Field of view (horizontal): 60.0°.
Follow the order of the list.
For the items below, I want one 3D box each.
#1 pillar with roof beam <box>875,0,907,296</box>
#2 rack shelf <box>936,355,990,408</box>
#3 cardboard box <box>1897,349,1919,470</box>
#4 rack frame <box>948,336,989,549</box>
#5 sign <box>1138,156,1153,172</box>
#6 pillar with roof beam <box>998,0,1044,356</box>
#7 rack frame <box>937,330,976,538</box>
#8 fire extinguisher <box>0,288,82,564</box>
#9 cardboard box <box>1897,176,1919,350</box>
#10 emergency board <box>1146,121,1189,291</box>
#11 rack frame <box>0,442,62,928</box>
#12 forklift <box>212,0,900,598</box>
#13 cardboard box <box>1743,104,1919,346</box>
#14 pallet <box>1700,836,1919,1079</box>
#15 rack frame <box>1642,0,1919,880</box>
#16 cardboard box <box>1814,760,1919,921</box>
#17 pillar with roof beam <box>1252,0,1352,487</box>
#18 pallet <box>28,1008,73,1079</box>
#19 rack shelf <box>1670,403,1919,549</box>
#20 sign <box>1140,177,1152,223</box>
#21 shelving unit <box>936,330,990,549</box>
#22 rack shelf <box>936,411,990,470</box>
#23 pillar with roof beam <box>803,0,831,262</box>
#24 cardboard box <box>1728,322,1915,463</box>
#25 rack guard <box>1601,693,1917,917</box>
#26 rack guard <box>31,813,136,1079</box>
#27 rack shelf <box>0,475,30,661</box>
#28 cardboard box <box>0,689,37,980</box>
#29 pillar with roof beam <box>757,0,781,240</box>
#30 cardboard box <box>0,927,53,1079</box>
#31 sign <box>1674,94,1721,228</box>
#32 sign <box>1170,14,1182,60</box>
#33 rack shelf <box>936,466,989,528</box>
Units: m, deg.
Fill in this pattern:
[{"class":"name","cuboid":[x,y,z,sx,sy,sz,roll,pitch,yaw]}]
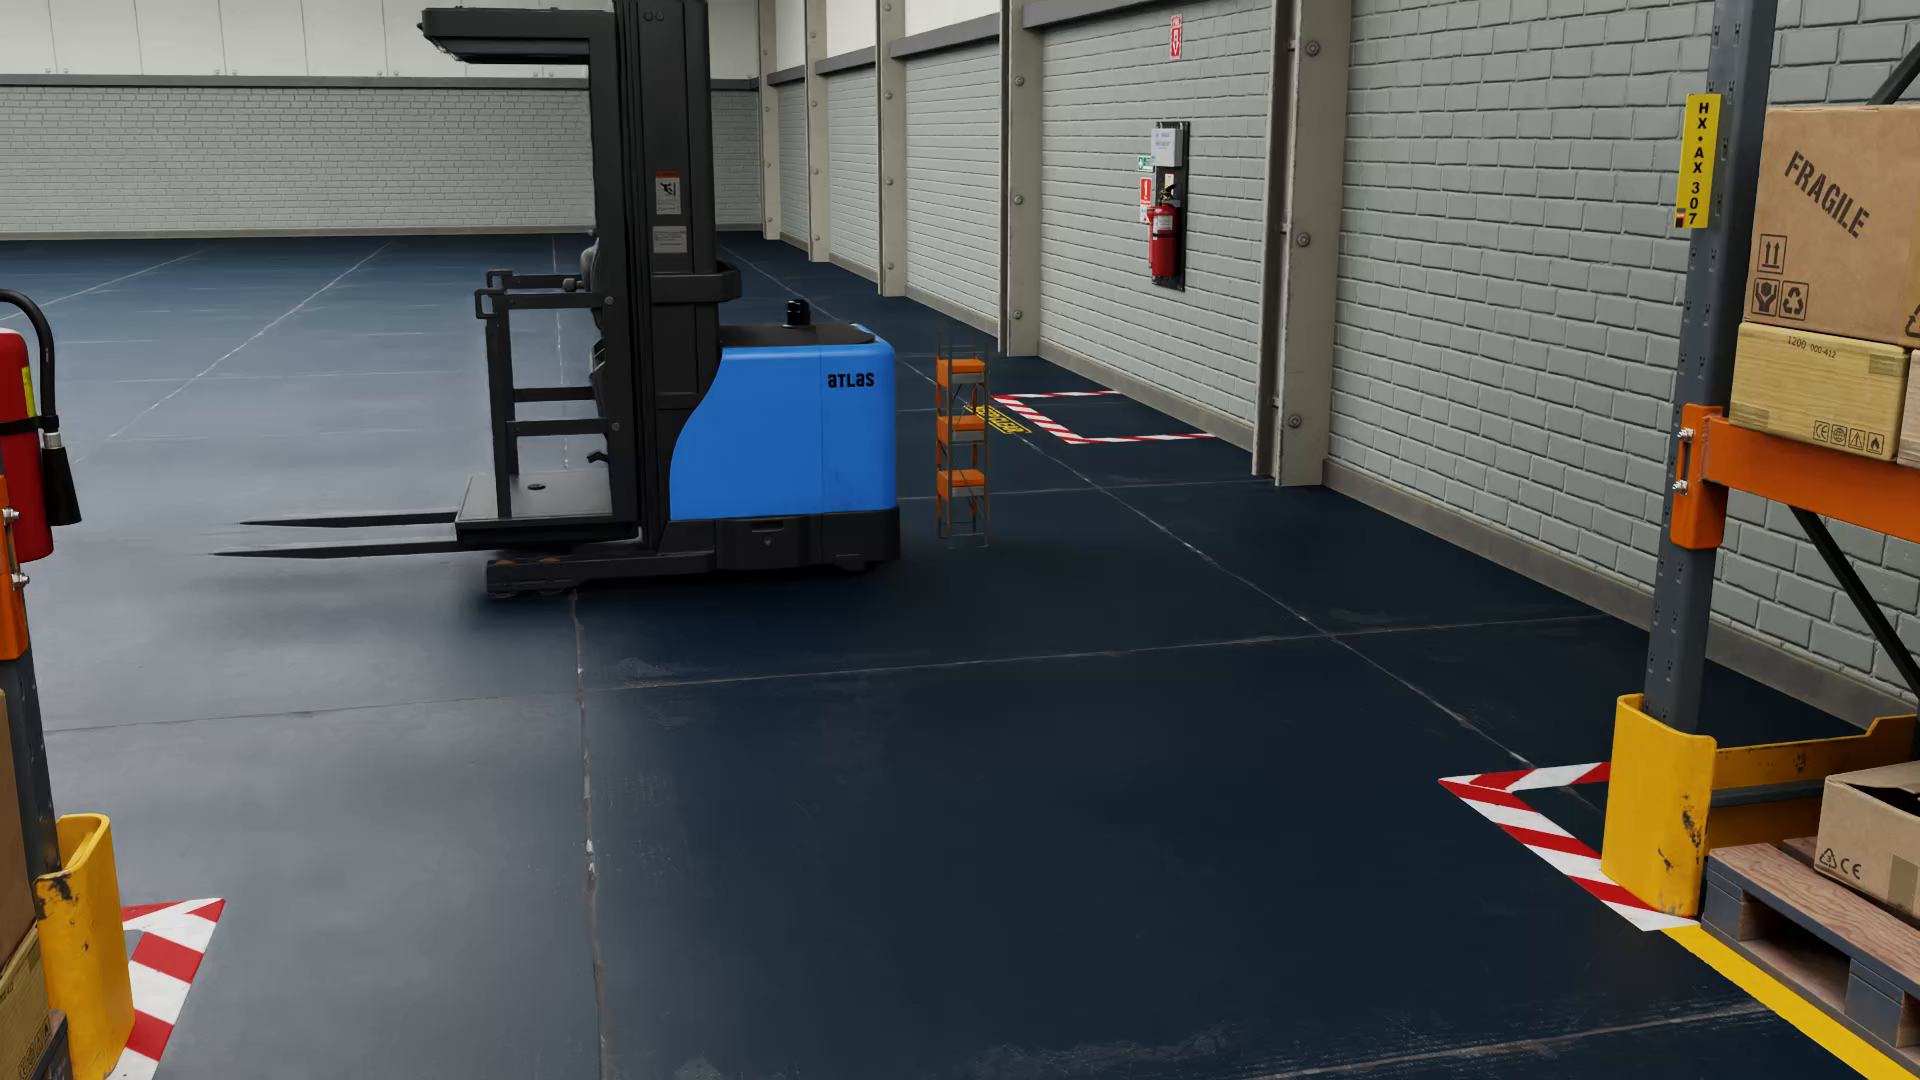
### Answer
[{"class":"pillar with roof beam","cuboid":[-5.040,-7.266,19.207,9.100,9.000,0.400,-3,14,-13]},{"class":"rack shelf","cuboid":[0.013,-0.763,8.187,0.215,0.259,0.240,-3,14,-13]},{"class":"cardboard box","cuboid":[2.309,-0.240,3.364,0.500,0.250,0.500,-4,14,-15]},{"class":"rack frame","cuboid":[0.041,-0.470,8.137,0.200,1.050,0.008,-3,14,-13]},{"class":"sign","cuboid":[1.383,-2.802,12.385,0.001,0.109,0.331,-3,14,-13]},{"class":"pillar with roof beam","cuboid":[-3.631,-5.882,13.542,9.100,9.000,0.400,-3,14,-13]},{"class":"rack frame","cuboid":[-0.016,-0.526,8.367,0.200,1.050,0.008,-3,14,-13]},{"class":"fire extinguisher","cuboid":[-2.024,-0.291,3.462,0.296,0.674,0.183,-3,14,-13]},{"class":"cardboard box","cuboid":[2.293,-0.612,3.307,0.500,0.500,0.500,-3,14,-13]},{"class":"emergency board","cuboid":[1.420,-2.396,11.913,0.194,1.169,0.643,-3,14,-13]},{"class":"rack frame","cuboid":[-2.447,-0.276,3.235,1.000,3.000,0.127,-3,14,-13]},{"class":"forklift","cuboid":[-1.855,-1.304,7.589,3.031,2.935,1.130,-3,14,-12]},{"class":"cardboard box","cuboid":[2.187,-0.727,3.776,0.500,0.500,0.500,-3,14,-13]},{"class":"pallet","cuboid":[2.541,1.009,3.853,1.003,0.211,1.213,-3,14,-13]},{"class":"rack frame","cuboid":[2.367,-0.553,4.369,1.000,3.000,0.127,-3,14,-13]},{"class":"cardboard box","cuboid":[2.442,0.704,3.962,0.500,0.311,0.500,-5,15,-20]},{"class":"pillar with roof beam","cuboid":[-2.222,-4.498,7.876,9.100,9.000,0.400,-3,14,-13]},{"class":"pallet","cuboid":[-2.227,1.253,2.853,1.003,0.211,1.213,-3,14,-13]},{"class":"rack shelf","cuboid":[2.837,0.258,2.565,1.077,0.370,4.000,-3,14,-13]},{"class":"sign","cuboid":[1.390,-2.546,12.454,0.001,0.329,0.234,-3,14,-13]},{"class":"shelving unit","cuboid":[0.013,-0.498,8.252,0.215,1.050,0.252,-3,14,-13]},{"class":"rack shelf","cuboid":[0.013,-0.487,8.254,0.215,0.259,0.240,-3,14,-13]},{"class":"pillar with roof beam","cuboid":[-6.449,-8.650,24.873,9.100,9.000,0.400,-3,14,-13]},{"class":"cardboard box","cuboid":[2.173,-0.359,3.851,0.500,0.250,0.500,-4,14,-15]},{"class":"rack guard","cuboid":[2.385,0.679,4.593,1.175,0.500,0.348,-3,14,-13]},{"class":"rack guard","cuboid":[-2.453,0.933,3.554,1.175,0.500,0.348,-3,14,-13]},{"class":"rack shelf","cuboid":[-1.978,0.535,1.432,1.077,0.370,4.000,-3,14,-13]},{"class":"cardboard box","cuboid":[-2.032,0.599,2.984,0.500,0.500,0.500,-3,14,-13]},{"class":"pillar with roof beam","cuboid":[-7.858,-10.034,30.539,9.100,9.000,0.400,-3,14,-13]},{"class":"cardboard box","cuboid":[-2.034,0.963,3.072,0.500,0.250,0.500,-3,14,-13]},{"class":"sign","cuboid":[1.840,-0.943,4.142,0.100,0.325,0.005,-3,14,-13]},{"class":"sign","cuboid":[1.515,-3.529,11.668,0.001,0.298,0.199,-3,14,-13]},{"class":"rack shelf","cuboid":[0.013,-0.217,8.320,0.215,0.259,0.240,-3,14,-13]}]
